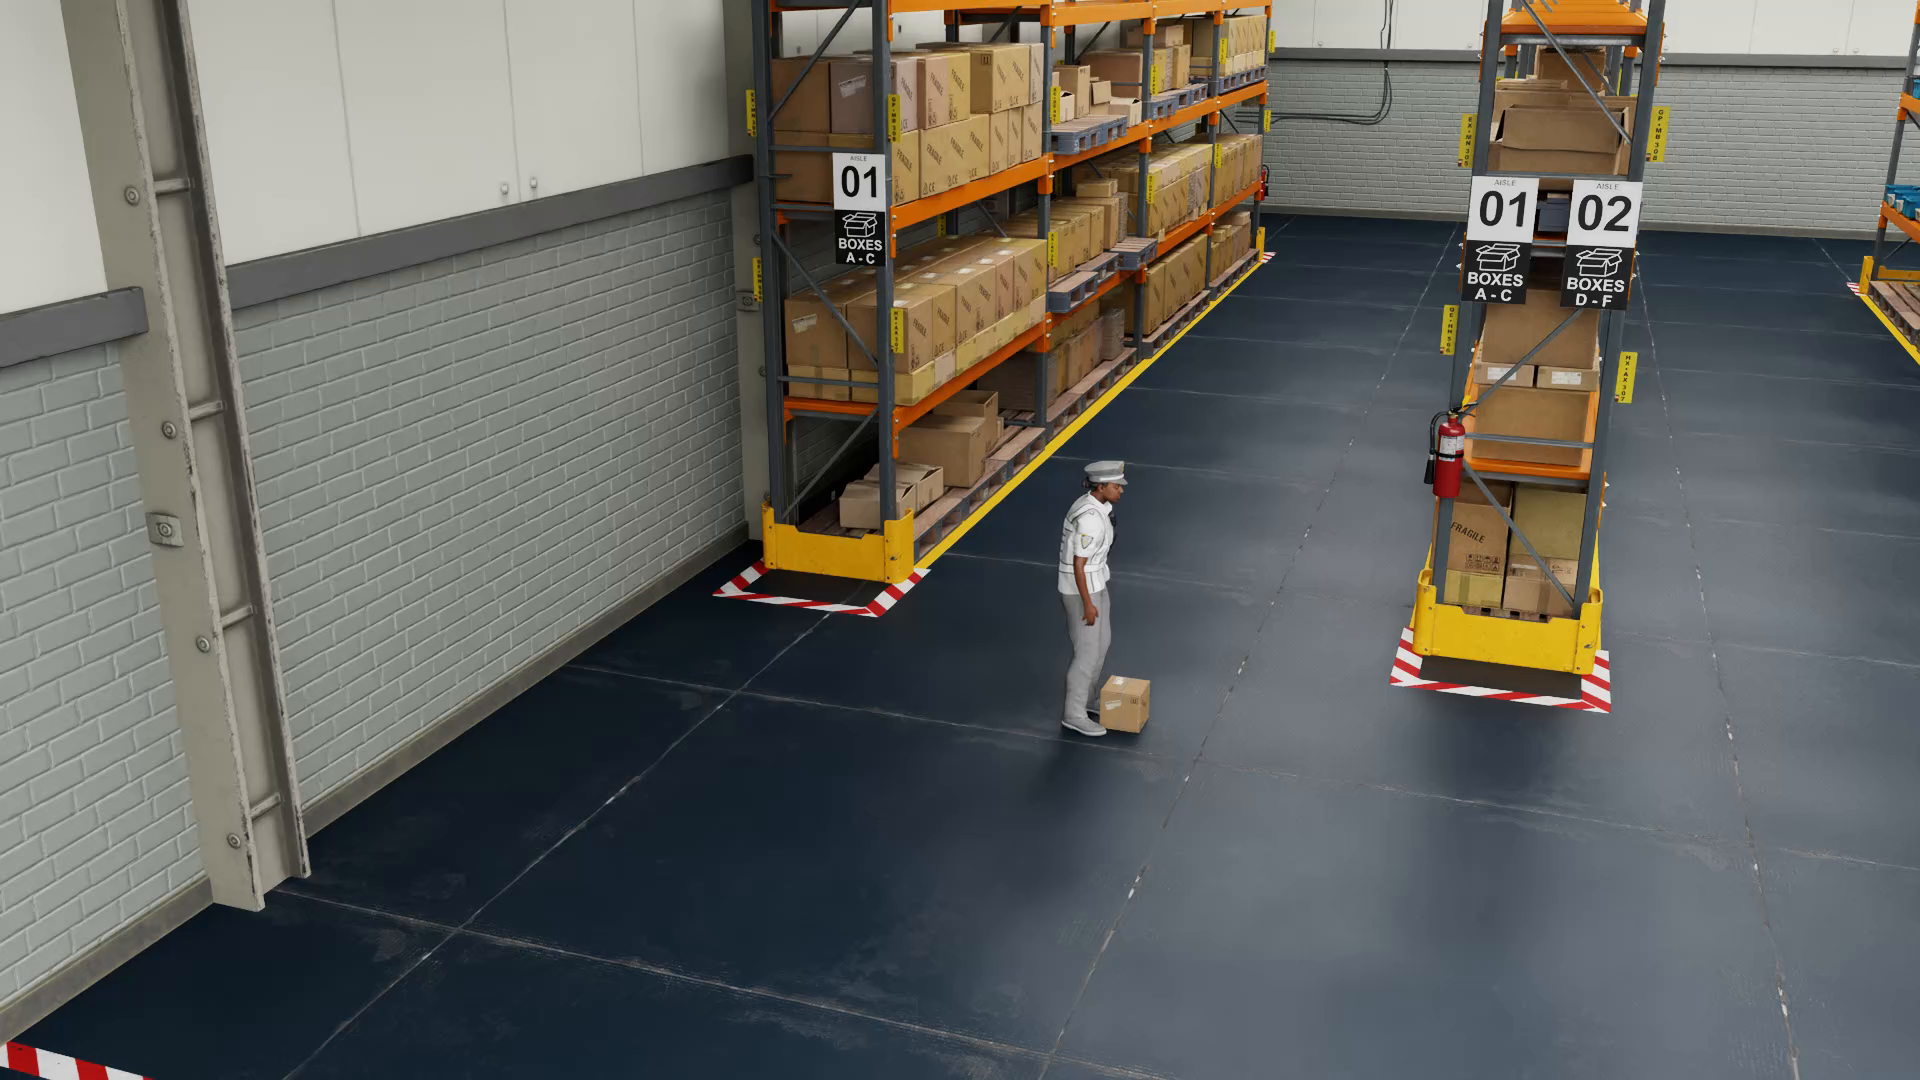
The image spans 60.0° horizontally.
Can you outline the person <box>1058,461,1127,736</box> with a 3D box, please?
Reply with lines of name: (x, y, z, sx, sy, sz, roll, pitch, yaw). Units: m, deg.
person: (0.794, 0.322, 10.109, 0.391, 1.664, 0.532, 5, 19, 15)
